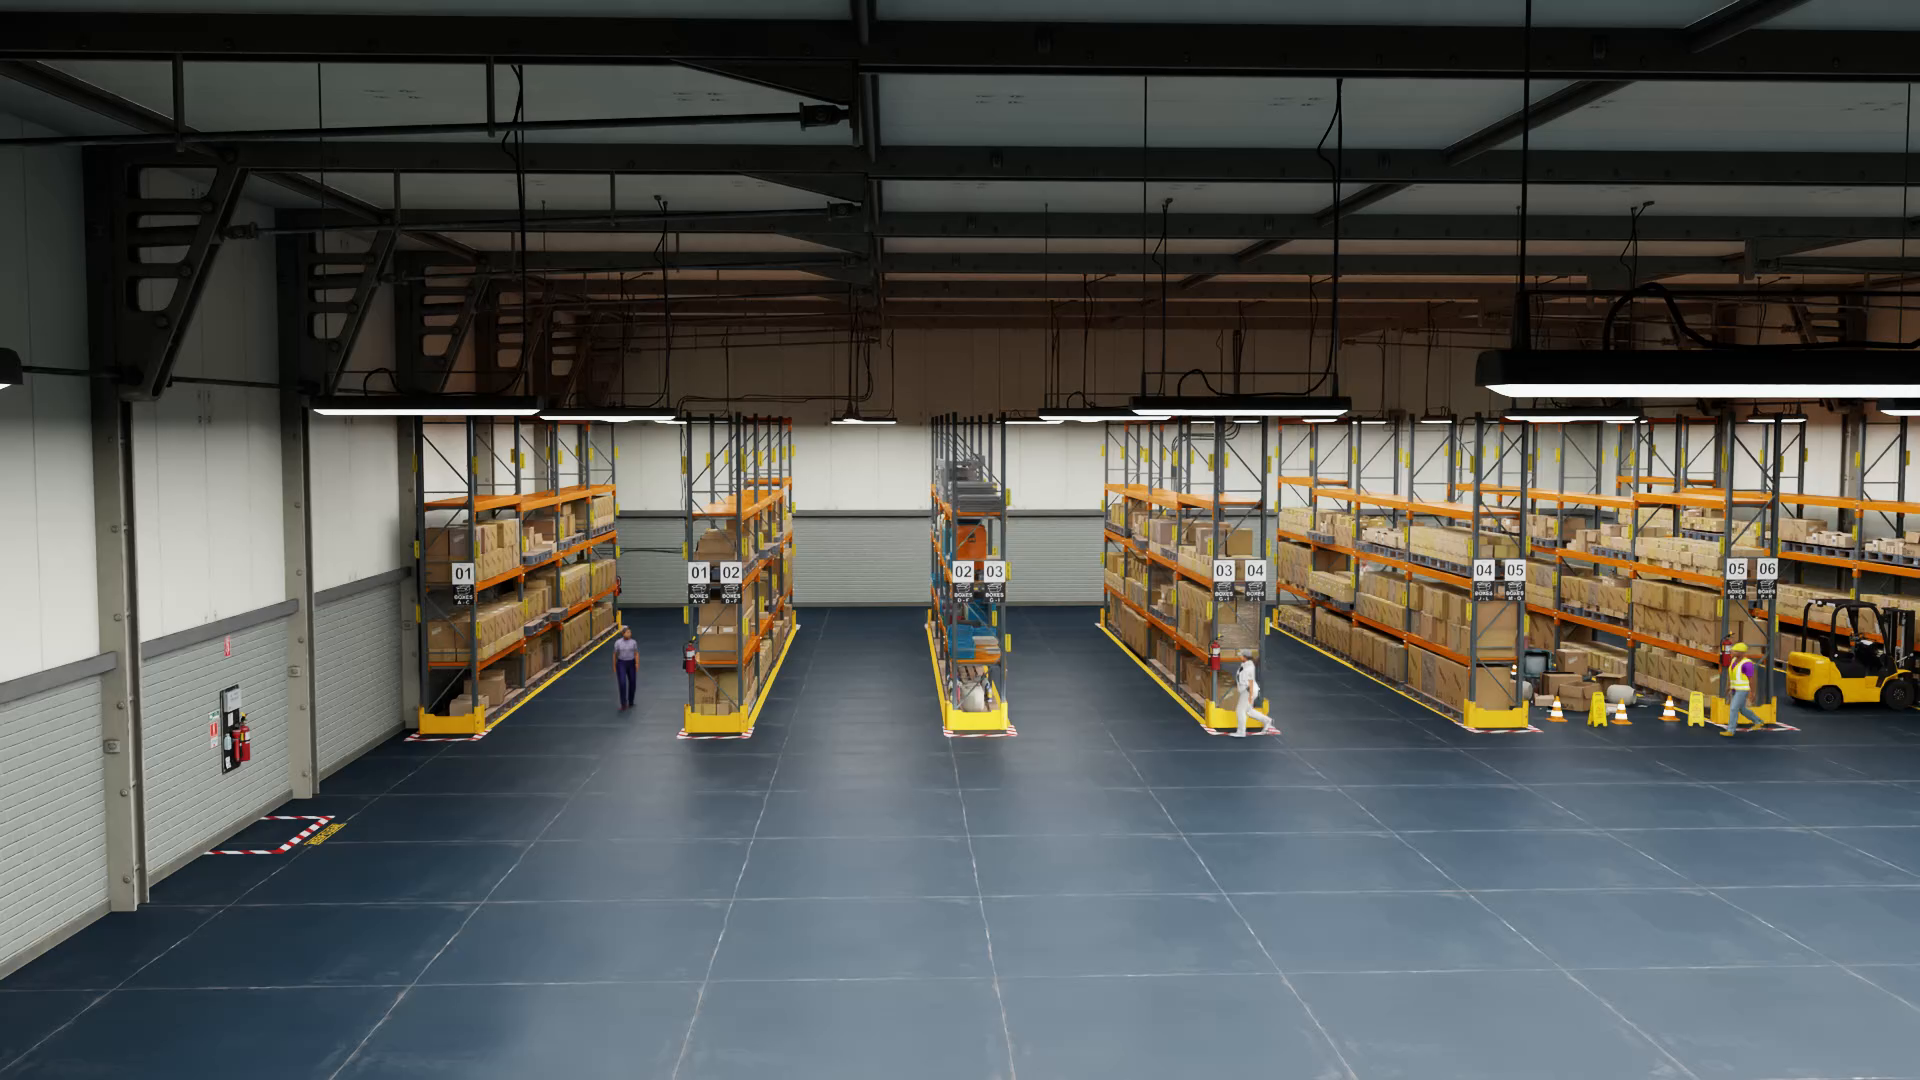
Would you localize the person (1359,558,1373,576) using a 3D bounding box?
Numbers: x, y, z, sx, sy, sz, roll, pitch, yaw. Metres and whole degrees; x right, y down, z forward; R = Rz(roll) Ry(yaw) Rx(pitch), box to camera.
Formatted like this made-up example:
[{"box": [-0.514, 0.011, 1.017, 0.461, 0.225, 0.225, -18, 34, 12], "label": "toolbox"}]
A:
[{"box": [12.448, 1.369, 51.054, 1.012, 1.752, 0.523, -2, 5, -30], "label": "person"}]

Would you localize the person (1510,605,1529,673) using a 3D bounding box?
[{"box": [13.012, 2.296, 38.484, 0.457, 1.708, 0.606, -1, 4, -13], "label": "person"}]

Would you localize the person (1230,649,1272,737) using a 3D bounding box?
[{"box": [5.382, 2.807, 30.702, 0.836, 1.622, 0.506, 0, 4, -4], "label": "person"}]

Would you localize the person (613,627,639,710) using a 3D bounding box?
[{"box": [-6.779, 2.618, 33.960, 0.509, 1.640, 0.724, -2, 4, -25], "label": "person"}]

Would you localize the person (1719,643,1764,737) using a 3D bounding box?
[{"box": [14.471, 2.761, 30.759, 0.989, 1.734, 0.609, -1, 4, -9], "label": "person"}]
